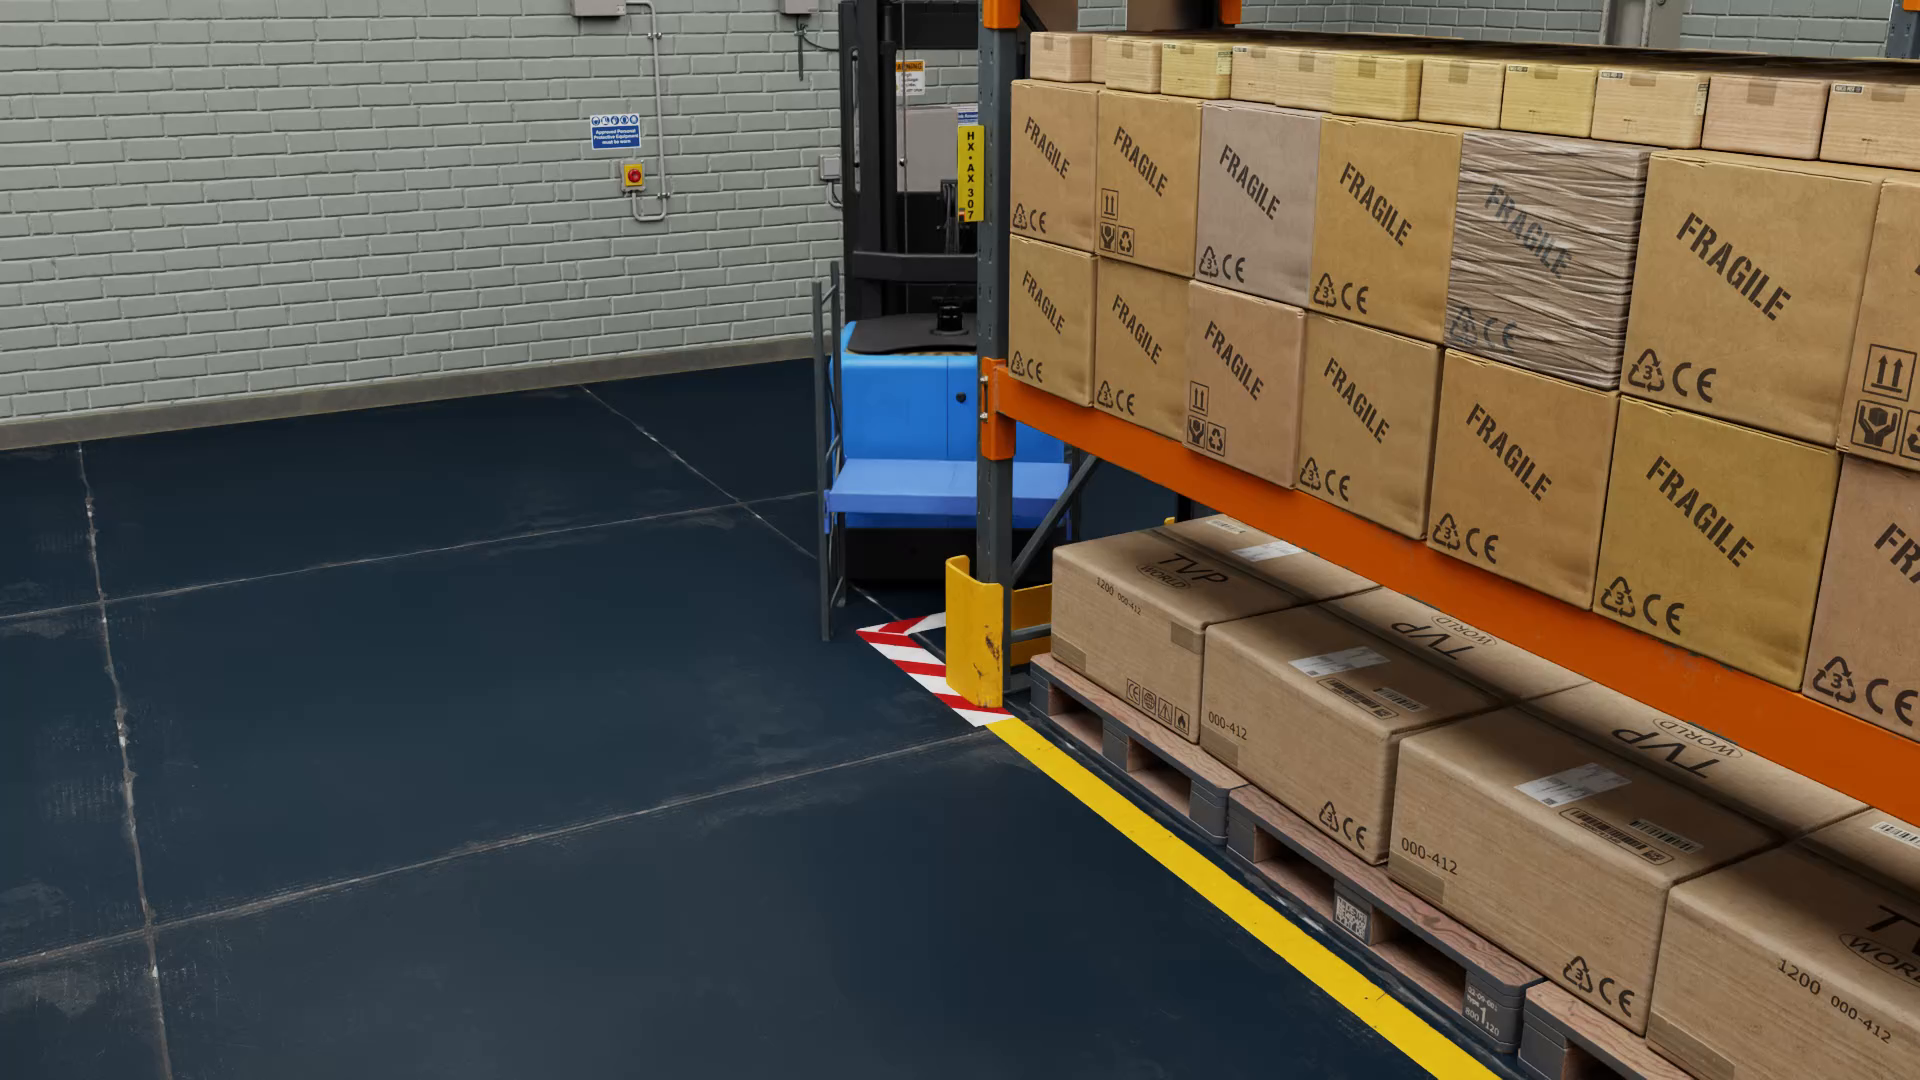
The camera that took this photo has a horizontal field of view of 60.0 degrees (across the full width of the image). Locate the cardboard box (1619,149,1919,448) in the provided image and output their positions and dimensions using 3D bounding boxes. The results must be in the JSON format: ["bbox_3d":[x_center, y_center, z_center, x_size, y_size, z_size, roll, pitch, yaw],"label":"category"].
[{"bbox_3d":[1.728,-0.516,3.343,0.500,0.500,0.500,-10,22,-27],"label":"cardboard box"}]

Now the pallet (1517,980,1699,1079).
[{"bbox_3d":[2.136,1.331,3.950,1.003,0.211,1.213,-10,21,-27],"label":"pallet"}]

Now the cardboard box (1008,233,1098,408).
[{"bbox_3d":[0.504,-0.770,5.611,0.500,0.500,0.500,-10,21,-27],"label":"cardboard box"}]

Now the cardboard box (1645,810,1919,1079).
[{"bbox_3d":[2.225,1.059,3.748,0.875,0.438,0.875,-10,22,-27],"label":"cardboard box"}]

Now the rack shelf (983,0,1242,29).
[{"bbox_3d":[1.479,-1.409,4.120,1.077,0.370,4.000,-10,21,-27],"label":"rack shelf"}]

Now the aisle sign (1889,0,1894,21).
[{"bbox_3d":[4.605,-2.878,7.888,0.394,0.787,0.004,-10,21,-27],"label":"aisle sign"}]

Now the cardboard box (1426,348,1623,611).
[{"bbox_3d":[1.483,-0.186,3.920,0.500,0.500,0.500,-10,22,-27],"label":"cardboard box"}]

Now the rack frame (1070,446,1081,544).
[{"bbox_3d":[0.477,-0.338,6.812,0.032,1.500,0.500,2,19,4],"label":"rack frame"}]

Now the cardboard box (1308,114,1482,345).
[{"bbox_3d":[1.247,-0.806,4.183,0.500,0.500,0.500,-10,21,-26],"label":"cardboard box"}]

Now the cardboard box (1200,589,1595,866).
[{"bbox_3d":[1.373,0.543,5.243,0.875,0.438,0.875,-9,21,-25],"label":"cardboard box"}]

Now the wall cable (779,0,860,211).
[{"bbox_3d":[-0.926,-3.223,11.317,0.588,1.984,0.122,-10,21,-27],"label":"wall cable"}]

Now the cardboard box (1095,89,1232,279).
[{"bbox_3d":[0.758,-1.096,5.022,0.500,0.500,0.500,-11,22,-28],"label":"cardboard box"}]

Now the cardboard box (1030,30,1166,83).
[{"bbox_3d":[0.454,-1.587,5.451,0.380,0.149,0.250,-9,21,-26],"label":"cardboard box"}]

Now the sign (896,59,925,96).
[{"bbox_3d":[-0.398,-3.245,11.670,0.339,0.242,0.001,-10,21,-27],"label":"sign"}]

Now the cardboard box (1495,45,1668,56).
[{"bbox_3d":[1.638,-1.223,4.398,0.380,0.149,0.250,-9,21,-25],"label":"cardboard box"}]

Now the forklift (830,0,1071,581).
[{"bbox_3d":[-0.024,-1.633,8.370,1.130,2.935,3.031,0,19,1],"label":"forklift"}]

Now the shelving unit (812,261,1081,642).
[{"bbox_3d":[-0.030,-0.352,6.852,1.048,1.500,0.538,2,19,4],"label":"shelving unit"}]

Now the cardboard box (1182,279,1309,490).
[{"bbox_3d":[0.995,-0.480,4.771,0.500,0.500,0.500,-10,21,-27],"label":"cardboard box"}]

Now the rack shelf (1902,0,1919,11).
[{"bbox_3d":[5.845,-2.179,6.351,1.077,0.370,4.000,-10,21,-27],"label":"rack shelf"}]

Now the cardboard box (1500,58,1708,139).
[{"bbox_3d":[1.451,-0.999,3.748,0.380,0.149,0.250,-10,22,-28],"label":"cardboard box"}]

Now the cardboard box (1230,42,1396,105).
[{"bbox_3d":[0.976,-1.290,4.591,0.380,0.149,0.250,-10,21,-26],"label":"cardboard box"}]

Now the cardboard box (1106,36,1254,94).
[{"bbox_3d":[0.664,-1.430,4.997,0.380,0.149,0.250,-9,21,-25],"label":"cardboard box"}]

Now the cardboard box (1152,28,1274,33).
[{"bbox_3d":[0.876,-1.660,5.662,0.380,0.149,0.250,-10,21,-26],"label":"cardboard box"}]

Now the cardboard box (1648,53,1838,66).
[{"bbox_3d":[1.856,-1.073,3.962,0.380,0.149,0.250,-10,21,-27],"label":"cardboard box"}]

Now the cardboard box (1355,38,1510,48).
[{"bbox_3d":[1.359,-1.365,4.807,0.380,0.149,0.250,-10,22,-27],"label":"cardboard box"}]

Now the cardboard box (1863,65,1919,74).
[{"bbox_3d":[2.149,-0.933,3.556,0.380,0.149,0.250,-10,21,-27],"label":"cardboard box"}]

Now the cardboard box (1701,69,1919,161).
[{"bbox_3d":[1.727,-0.858,3.338,0.380,0.149,0.250,-10,21,-27],"label":"cardboard box"}]

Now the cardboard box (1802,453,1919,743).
[{"bbox_3d":[1.983,0.102,3.083,0.500,0.500,0.500,-10,21,-26],"label":"cardboard box"}]

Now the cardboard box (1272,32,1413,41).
[{"bbox_3d":[1.214,-1.529,5.284,0.380,0.149,0.250,-10,22,-27],"label":"cardboard box"}]

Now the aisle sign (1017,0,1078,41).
[{"bbox_3d":[0.240,-2.110,5.661,0.394,0.787,0.004,-10,21,-27],"label":"aisle sign"}]

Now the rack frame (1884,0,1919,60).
[{"bbox_3d":[4.896,-1.675,8.387,1.000,3.000,0.127,-10,21,-27],"label":"rack frame"}]

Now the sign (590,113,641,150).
[{"bbox_3d":[-2.240,-2.658,10.821,0.327,0.218,0.001,-10,21,-27],"label":"sign"}]

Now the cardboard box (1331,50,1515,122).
[{"bbox_3d":[1.153,-1.135,4.142,0.380,0.149,0.250,-11,22,-28],"label":"cardboard box"}]

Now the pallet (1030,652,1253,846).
[{"bbox_3d":[0.978,0.631,5.980,1.003,0.211,1.213,-10,21,-27],"label":"pallet"}]
